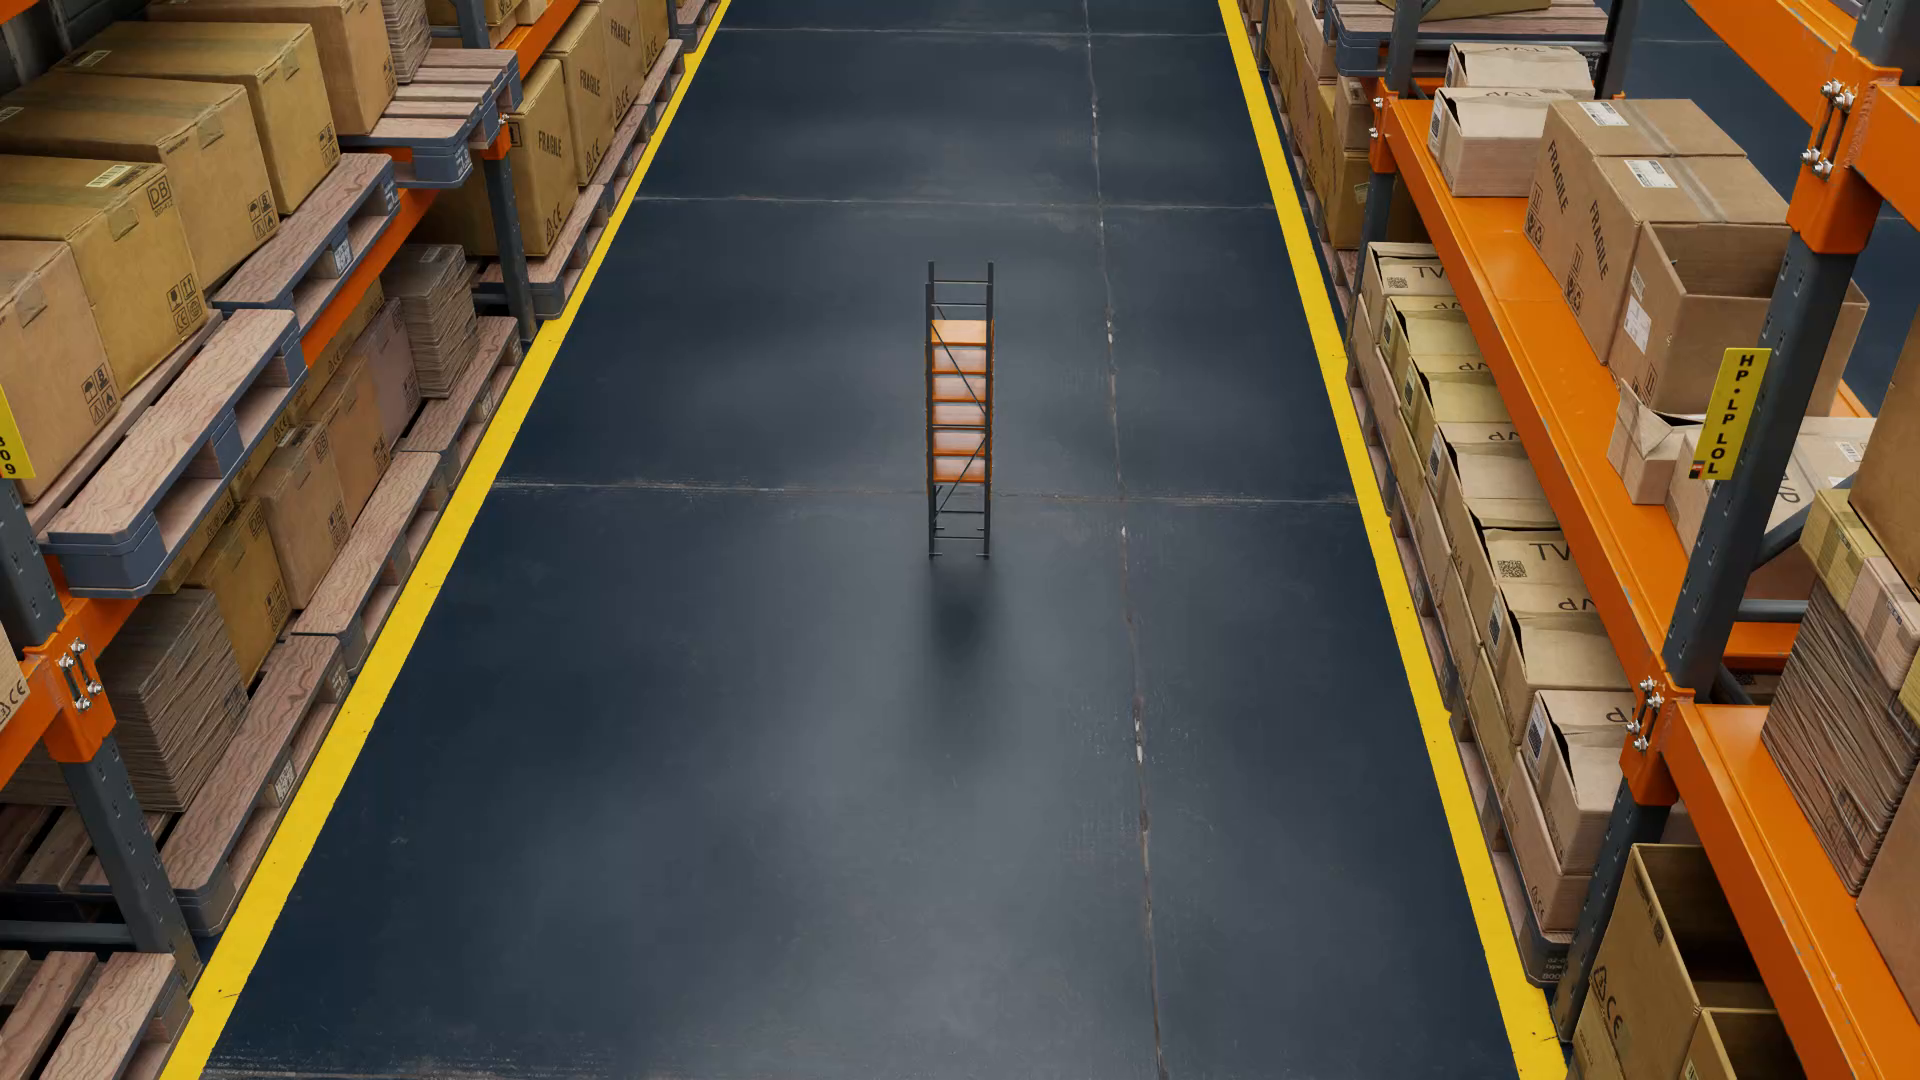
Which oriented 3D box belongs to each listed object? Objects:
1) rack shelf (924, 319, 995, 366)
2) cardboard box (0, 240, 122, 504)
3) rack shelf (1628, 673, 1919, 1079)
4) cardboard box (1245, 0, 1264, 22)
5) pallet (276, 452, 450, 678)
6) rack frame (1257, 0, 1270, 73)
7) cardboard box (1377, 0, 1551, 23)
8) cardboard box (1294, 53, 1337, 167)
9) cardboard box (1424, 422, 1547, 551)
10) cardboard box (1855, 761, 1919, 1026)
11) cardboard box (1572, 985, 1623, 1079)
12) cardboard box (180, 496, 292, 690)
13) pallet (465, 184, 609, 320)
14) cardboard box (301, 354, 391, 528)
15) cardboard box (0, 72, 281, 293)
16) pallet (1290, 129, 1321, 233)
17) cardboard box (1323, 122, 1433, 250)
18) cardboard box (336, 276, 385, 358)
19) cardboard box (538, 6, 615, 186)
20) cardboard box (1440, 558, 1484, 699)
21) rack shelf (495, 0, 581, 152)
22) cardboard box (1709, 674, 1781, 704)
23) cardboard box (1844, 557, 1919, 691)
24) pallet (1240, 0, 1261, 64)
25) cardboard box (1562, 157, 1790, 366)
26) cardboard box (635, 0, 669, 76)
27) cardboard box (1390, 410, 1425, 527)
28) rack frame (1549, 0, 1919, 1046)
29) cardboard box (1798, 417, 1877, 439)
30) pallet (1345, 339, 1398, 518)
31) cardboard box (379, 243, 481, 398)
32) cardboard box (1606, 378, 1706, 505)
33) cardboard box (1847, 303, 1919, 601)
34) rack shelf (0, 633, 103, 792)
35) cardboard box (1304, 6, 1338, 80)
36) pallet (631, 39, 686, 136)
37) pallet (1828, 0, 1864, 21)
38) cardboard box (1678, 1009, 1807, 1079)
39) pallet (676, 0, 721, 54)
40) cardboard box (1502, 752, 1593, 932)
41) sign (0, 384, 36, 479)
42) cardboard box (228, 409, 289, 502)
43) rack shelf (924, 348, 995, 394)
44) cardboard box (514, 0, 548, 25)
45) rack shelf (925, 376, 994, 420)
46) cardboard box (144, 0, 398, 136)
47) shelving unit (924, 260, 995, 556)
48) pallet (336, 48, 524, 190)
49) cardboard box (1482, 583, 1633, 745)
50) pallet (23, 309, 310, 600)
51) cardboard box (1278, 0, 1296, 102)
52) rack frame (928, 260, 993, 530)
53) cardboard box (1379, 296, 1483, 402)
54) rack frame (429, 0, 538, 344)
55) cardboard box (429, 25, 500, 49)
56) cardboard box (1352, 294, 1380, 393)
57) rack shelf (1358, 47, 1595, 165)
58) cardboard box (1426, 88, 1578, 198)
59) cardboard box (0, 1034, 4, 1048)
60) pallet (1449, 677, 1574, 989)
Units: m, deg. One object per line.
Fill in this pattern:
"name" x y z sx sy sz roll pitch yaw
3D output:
"rack shelf" -0.001 -0.741 6.212 0.258 0.103 0.180 1 35 2
"cardboard box" -2.693 -0.445 4.305 0.700 0.500 0.500 1 35 2
"rack shelf" 2.122 1.623 2.457 1.077 0.370 4.000 1 35 2
"cardboard box" 2.264 -3.907 11.492 0.500 0.500 0.500 1 35 2
"pallet" -2.671 0.059 6.483 1.003 0.211 1.213 1 35 2
"rack frame" 2.524 -4.416 10.425 1.000 3.000 0.127 1 35 2
"cardboard box" 2.276 -2.695 7.524 0.700 0.500 0.500 -10 36 -14
"cardboard box" 2.202 -2.417 9.372 0.500 0.500 0.500 0 35 0
"cardboard box" 1.993 -0.210 5.978 0.500 0.311 0.500 1 35 1
"cardboard box" 2.177 0.697 3.062 0.700 0.500 0.500 1 35 1
"cardboard box" 1.881 1.393 4.186 0.500 0.250 0.500 1 35 2
"cardboard box" -2.764 0.189 5.663 0.700 0.500 0.500 1 35 1
"pallet" -2.479 -1.541 8.759 1.003 0.211 1.213 1 35 2
"cardboard box" -2.692 -0.393 6.492 0.700 0.500 0.500 1 35 2
"cardboard box" -2.668 -1.145 5.300 0.700 0.500 0.500 6 36 8
"pallet" 2.483 -2.104 9.561 1.003 0.211 1.213 1 35 2
"cardboard box" 2.166 -1.818 8.520 0.500 0.500 0.500 3 35 4
"cardboard box" -2.649 -0.954 6.637 0.500 0.250 0.500 2 35 3
"cardboard box" -2.384 -2.445 9.125 0.750 0.750 0.750 1 35 2
"cardboard box" 1.972 0.304 5.735 0.500 0.250 0.500 2 35 3
"rack shelf" -2.506 -3.085 9.157 1.077 0.370 4.000 1 35 2
"cardboard box" 2.494 0.385 5.132 0.500 0.311 0.500 1 35 1
"cardboard box" 1.989 0.168 3.251 0.380 0.149 0.250 2 35 3
"pallet" 2.553 -3.670 11.788 1.003 0.211 1.213 1 35 2
"cardboard box" 2.291 -0.892 5.324 0.500 0.500 0.500 1 35 2
"cardboard box" -2.322 -3.444 10.547 0.750 0.750 0.750 2 35 2
"cardboard box" 2.015 -0.283 6.570 0.500 0.250 0.500 0 35 1
"rack frame" 2.203 0.180 3.885 1.000 3.000 0.127 1 35 2
"cardboard box" 2.443 -0.222 4.675 0.380 0.149 0.250 1 35 2
"pallet" 2.291 -0.505 7.285 1.003 0.211 1.213 1 35 2
"cardboard box" -2.563 -0.973 7.317 0.700 0.500 0.500 2 35 3
"cardboard box" 2.055 -0.274 4.649 0.396 0.266 0.258 1 35 1
"cardboard box" 2.191 -0.137 3.120 0.700 0.500 0.500 1 35 2
"rack shelf" -2.827 1.511 2.617 1.077 0.370 4.000 1 35 2
"cardboard box" 2.201 -2.745 9.187 0.500 0.250 0.500 1 35 1
"pallet" -2.381 -2.943 10.753 1.003 0.211 1.213 1 35 2
"pallet" 2.225 -1.476 3.799 0.805 0.209 1.217 0 35 0
"cardboard box" 1.859 1.373 3.562 0.500 0.500 0.500 1 35 2
"pallet" -2.317 -3.823 12.006 1.003 0.211 1.213 1 35 2
"cardboard box" 1.930 0.888 4.904 0.500 0.250 0.500 1 35 1
"sign" -2.205 -0.278 3.784 0.100 0.325 0.005 1 35 2
"cardboard box" -2.703 -0.372 5.809 0.500 0.250 0.500 0 35 1
"rack shelf" -0.001 -0.643 6.281 0.258 0.103 0.180 1 35 2
"cardboard box" -2.228 -2.615 8.063 0.380 0.149 0.250 2 35 3
"rack shelf" -0.001 -0.544 6.350 0.258 0.103 0.180 1 35 2
"cardboard box" -2.591 -1.859 6.317 0.700 0.500 0.500 -2 35 -3
"shelving unit" -0.001 -0.483 6.393 0.258 1.200 0.189 1 35 2
"pallet" -2.509 -1.740 6.784 1.213 0.211 1.003 1 35 2
"cardboard box" 1.947 0.365 5.160 0.500 0.311 0.500 2 35 3
"pallet" -2.571 -0.290 4.720 1.003 0.211 1.213 1 35 2
"cardboard box" 2.251 -2.995 10.193 0.500 0.500 0.500 2 35 3
"rack frame" 0.003 -0.535 6.468 0.240 1.200 0.006 1 35 2
"cardboard box" 2.036 -0.798 6.816 0.500 0.311 0.500 1 35 1
"rack frame" -2.586 -2.230 7.315 1.000 3.000 0.127 1 35 2
"cardboard box" -2.342 -2.320 7.643 0.380 0.149 0.250 1 35 1
"cardboard box" 2.049 -0.871 7.406 0.500 0.250 0.500 1 35 2
"rack shelf" 2.444 -2.973 8.997 1.077 0.370 4.000 1 35 2
"cardboard box" 2.134 -1.572 6.456 0.500 0.311 0.500 1 35 1
"cardboard box" -2.739 1.355 4.295 0.380 0.166 0.250 -3 35 -4
"pallet" 2.193 0.897 5.290 1.003 0.211 1.213 1 35 2
